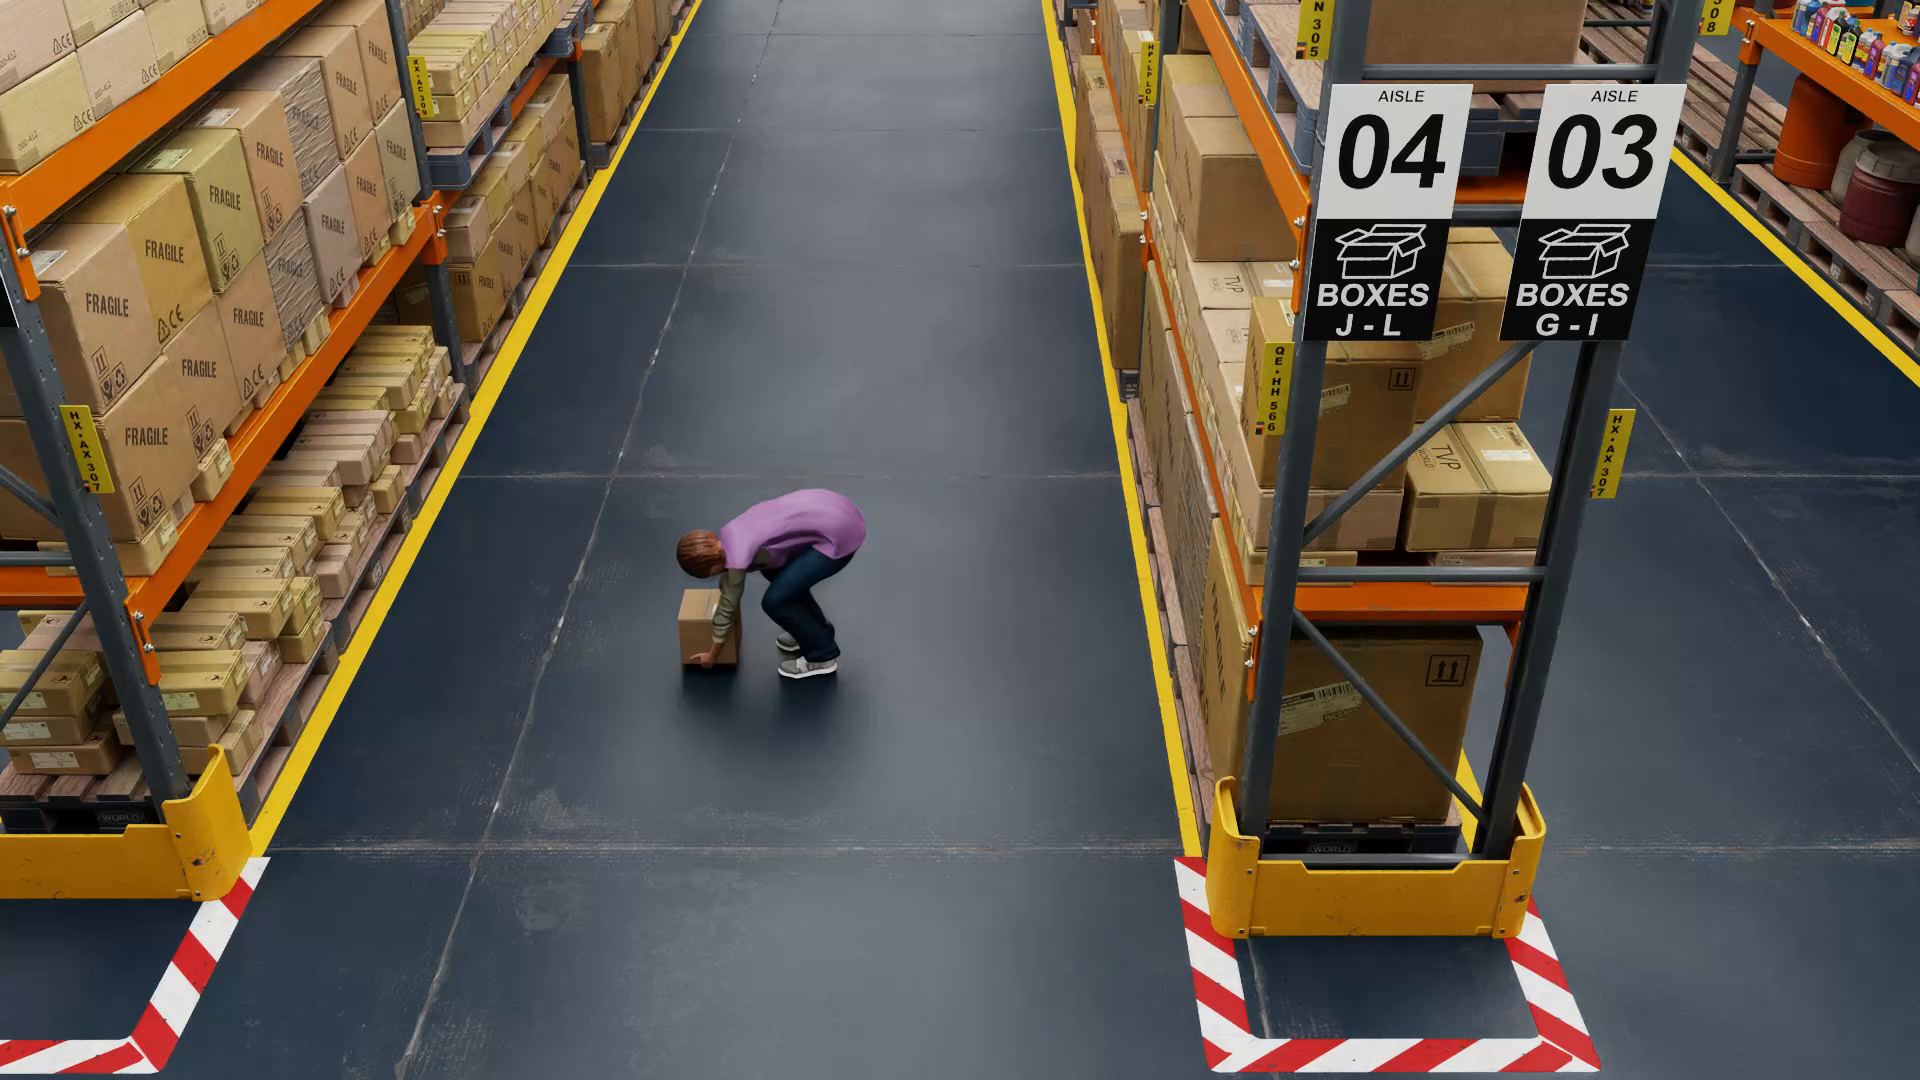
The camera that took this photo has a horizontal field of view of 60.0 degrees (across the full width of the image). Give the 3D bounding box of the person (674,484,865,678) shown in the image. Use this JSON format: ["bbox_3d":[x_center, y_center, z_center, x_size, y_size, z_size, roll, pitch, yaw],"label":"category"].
[{"bbox_3d":[-0.850,0.179,7.517,0.856,0.898,0.417,-2,32,-3],"label":"person"}]
